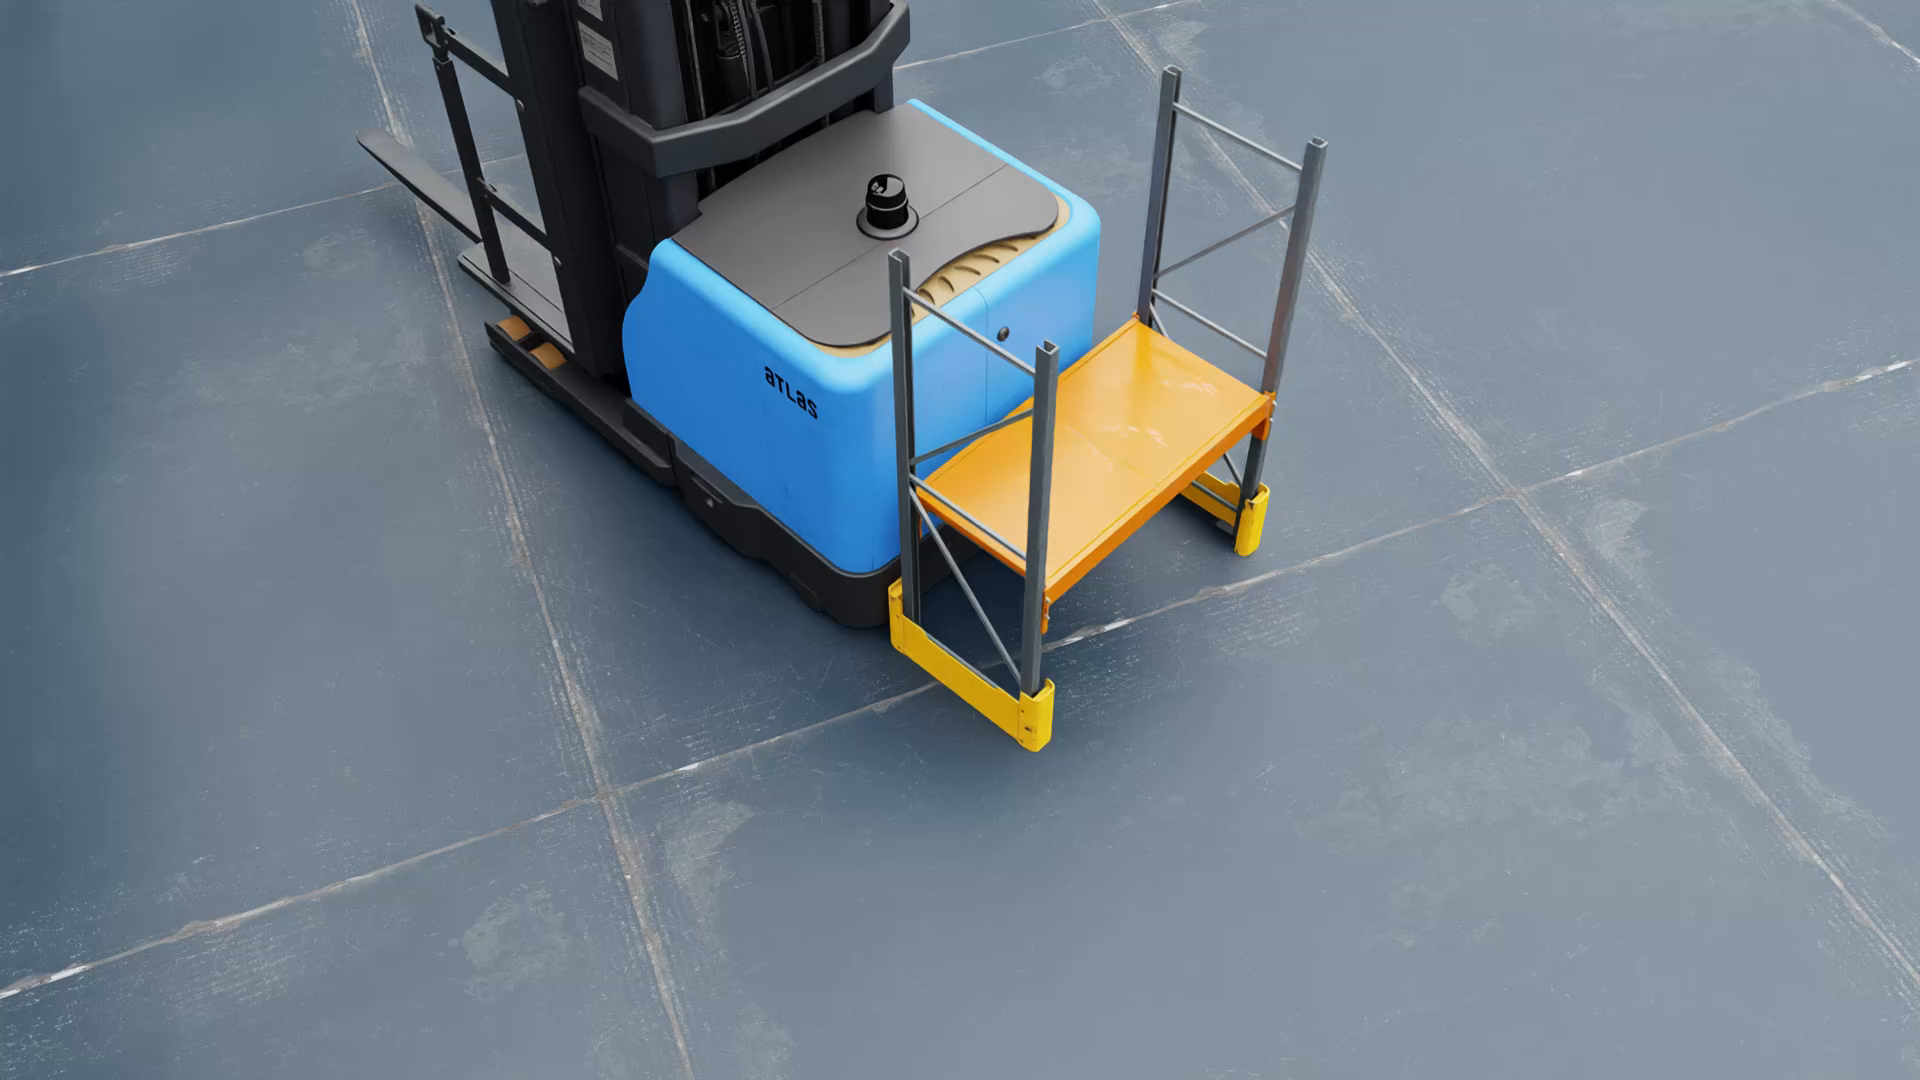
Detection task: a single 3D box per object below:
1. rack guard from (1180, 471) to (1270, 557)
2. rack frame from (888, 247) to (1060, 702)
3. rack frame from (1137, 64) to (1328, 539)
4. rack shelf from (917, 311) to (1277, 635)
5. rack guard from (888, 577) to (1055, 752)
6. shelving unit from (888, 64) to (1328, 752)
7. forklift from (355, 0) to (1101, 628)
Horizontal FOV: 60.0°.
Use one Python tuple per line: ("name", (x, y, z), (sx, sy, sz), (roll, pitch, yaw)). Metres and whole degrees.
("rack guard", (0.707, -0.198, 5.255), (0.587, 0.250, 0.087), (35, 58, 26))
("rack frame", (0.025, -0.053, 4.307), (0.500, 1.500, 0.032), (35, 58, 26))
("rack frame", (0.720, -0.616, 4.790), (0.500, 1.500, 0.032), (35, 58, 26))
("rack shelf", (0.373, -0.217, 4.685), (0.538, 0.185, 1.000), (35, 58, 26))
("rack guard", (0.026, 0.354, 4.781), (0.587, 0.250, 0.087), (35, 58, 26))
("shelving unit", (0.367, -0.329, 4.544), (0.587, 1.500, 1.083), (35, 58, 26))
("forklift", (-0.983, -1.708, 4.785), (1.130, 2.935, 3.031), (-37, 59, -27))
